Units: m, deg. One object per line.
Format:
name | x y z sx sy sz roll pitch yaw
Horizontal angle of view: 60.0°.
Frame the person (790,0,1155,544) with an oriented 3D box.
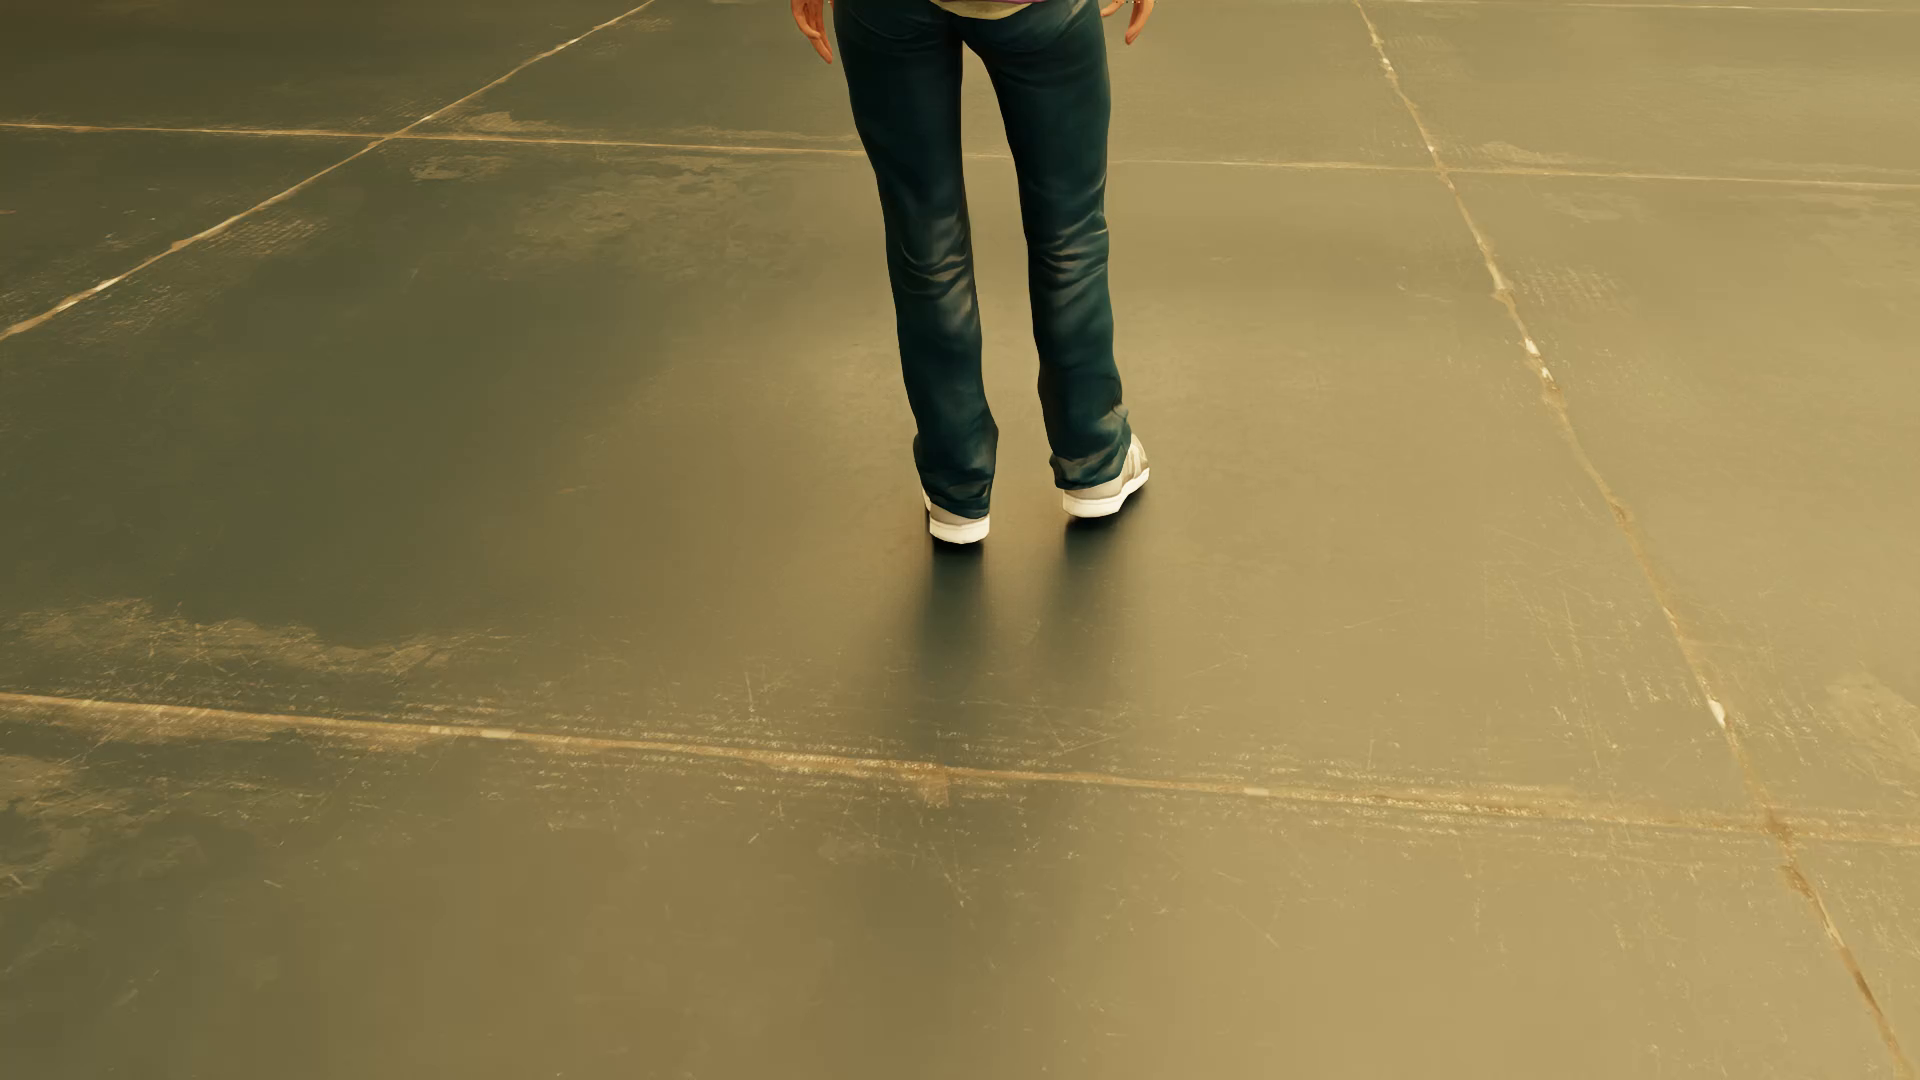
person | 0.024 -0.754 2.205 0.520 1.599 0.473 3 27 7
